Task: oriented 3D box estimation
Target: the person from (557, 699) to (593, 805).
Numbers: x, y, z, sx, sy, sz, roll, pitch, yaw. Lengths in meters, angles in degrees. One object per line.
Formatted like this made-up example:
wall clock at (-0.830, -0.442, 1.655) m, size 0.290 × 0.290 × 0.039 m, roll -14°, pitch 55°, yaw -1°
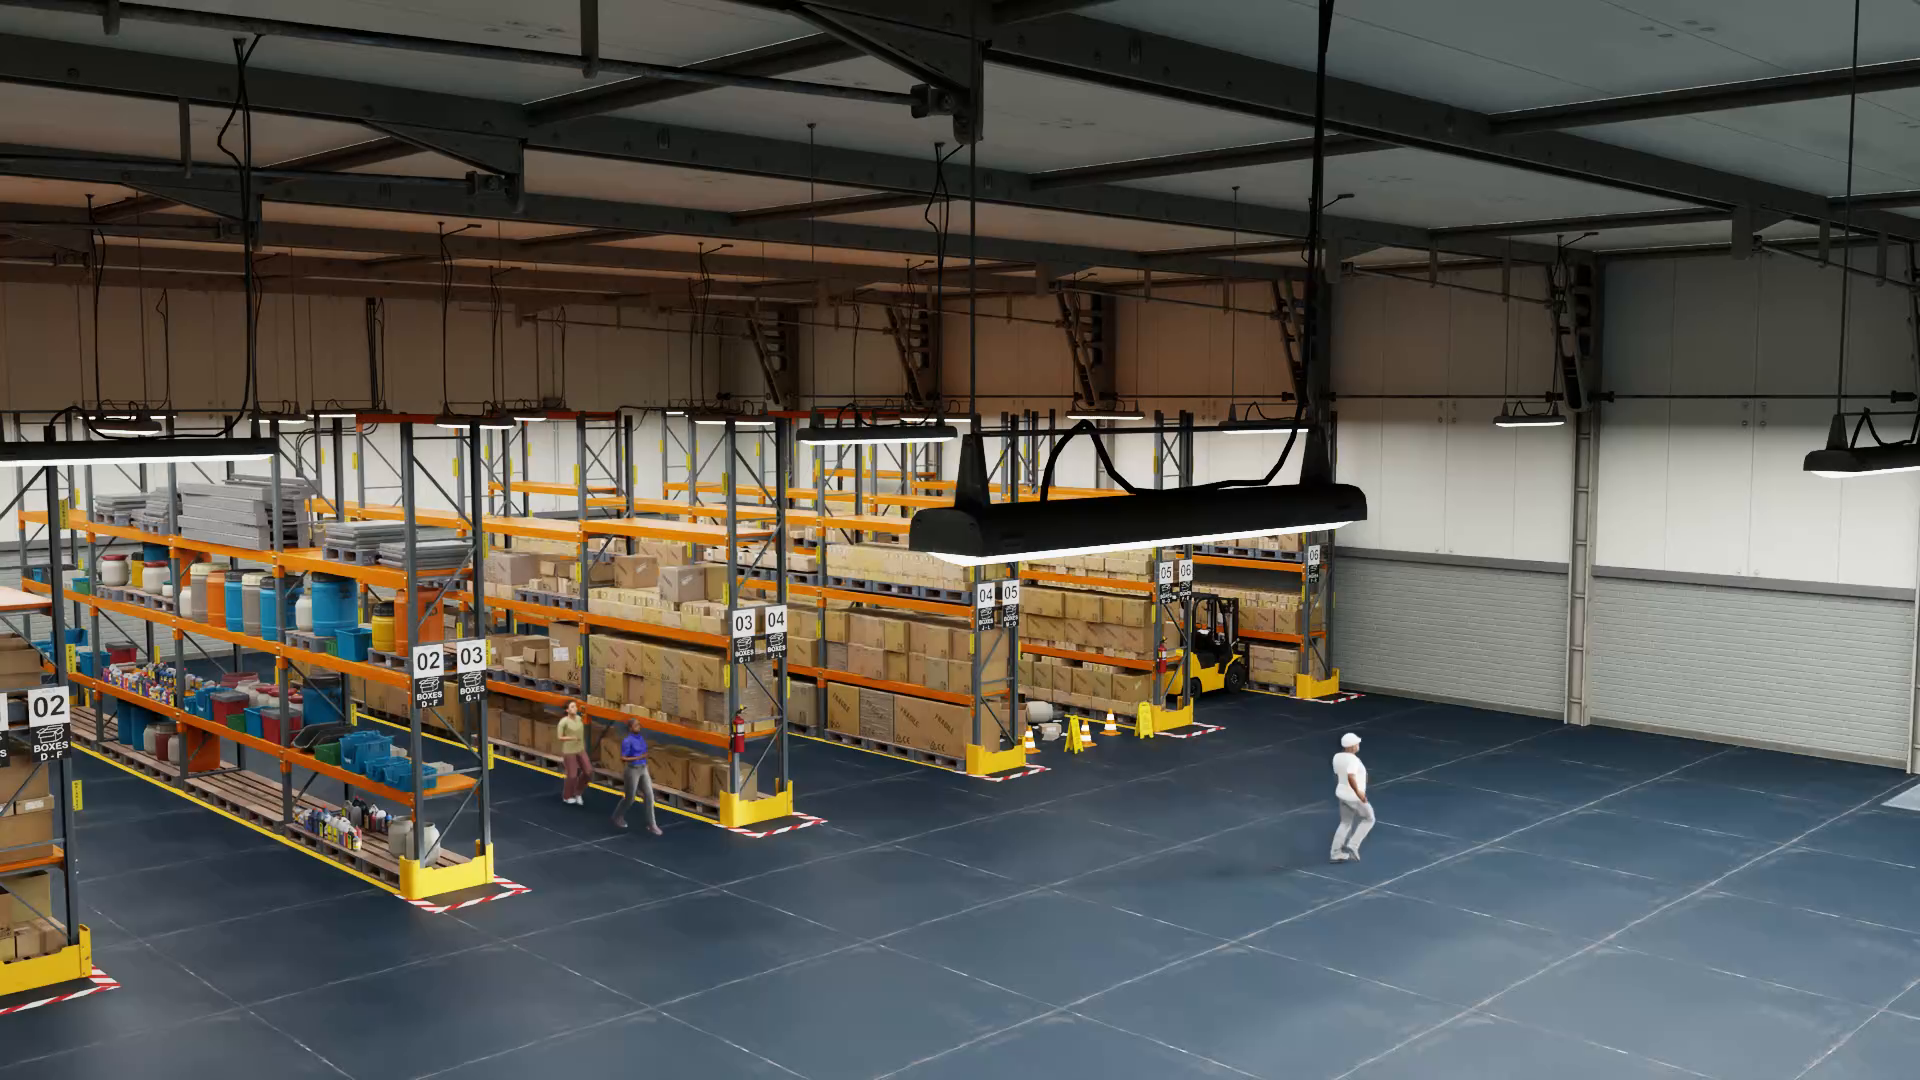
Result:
person at (-5.928, 3.282, 25.619) m, size 0.595 × 1.649 × 0.562 m, roll 5°, pitch 7°, yaw 42°

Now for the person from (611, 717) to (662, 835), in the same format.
person at (-4.686, 3.396, 24.041) m, size 0.853 × 1.675 × 0.576 m, roll 3°, pitch 6°, yaw 32°

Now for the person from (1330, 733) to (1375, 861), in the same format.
person at (5.349, 3.489, 22.590) m, size 0.678 × 1.743 × 0.679 m, roll -2°, pitch 5°, yaw -25°
